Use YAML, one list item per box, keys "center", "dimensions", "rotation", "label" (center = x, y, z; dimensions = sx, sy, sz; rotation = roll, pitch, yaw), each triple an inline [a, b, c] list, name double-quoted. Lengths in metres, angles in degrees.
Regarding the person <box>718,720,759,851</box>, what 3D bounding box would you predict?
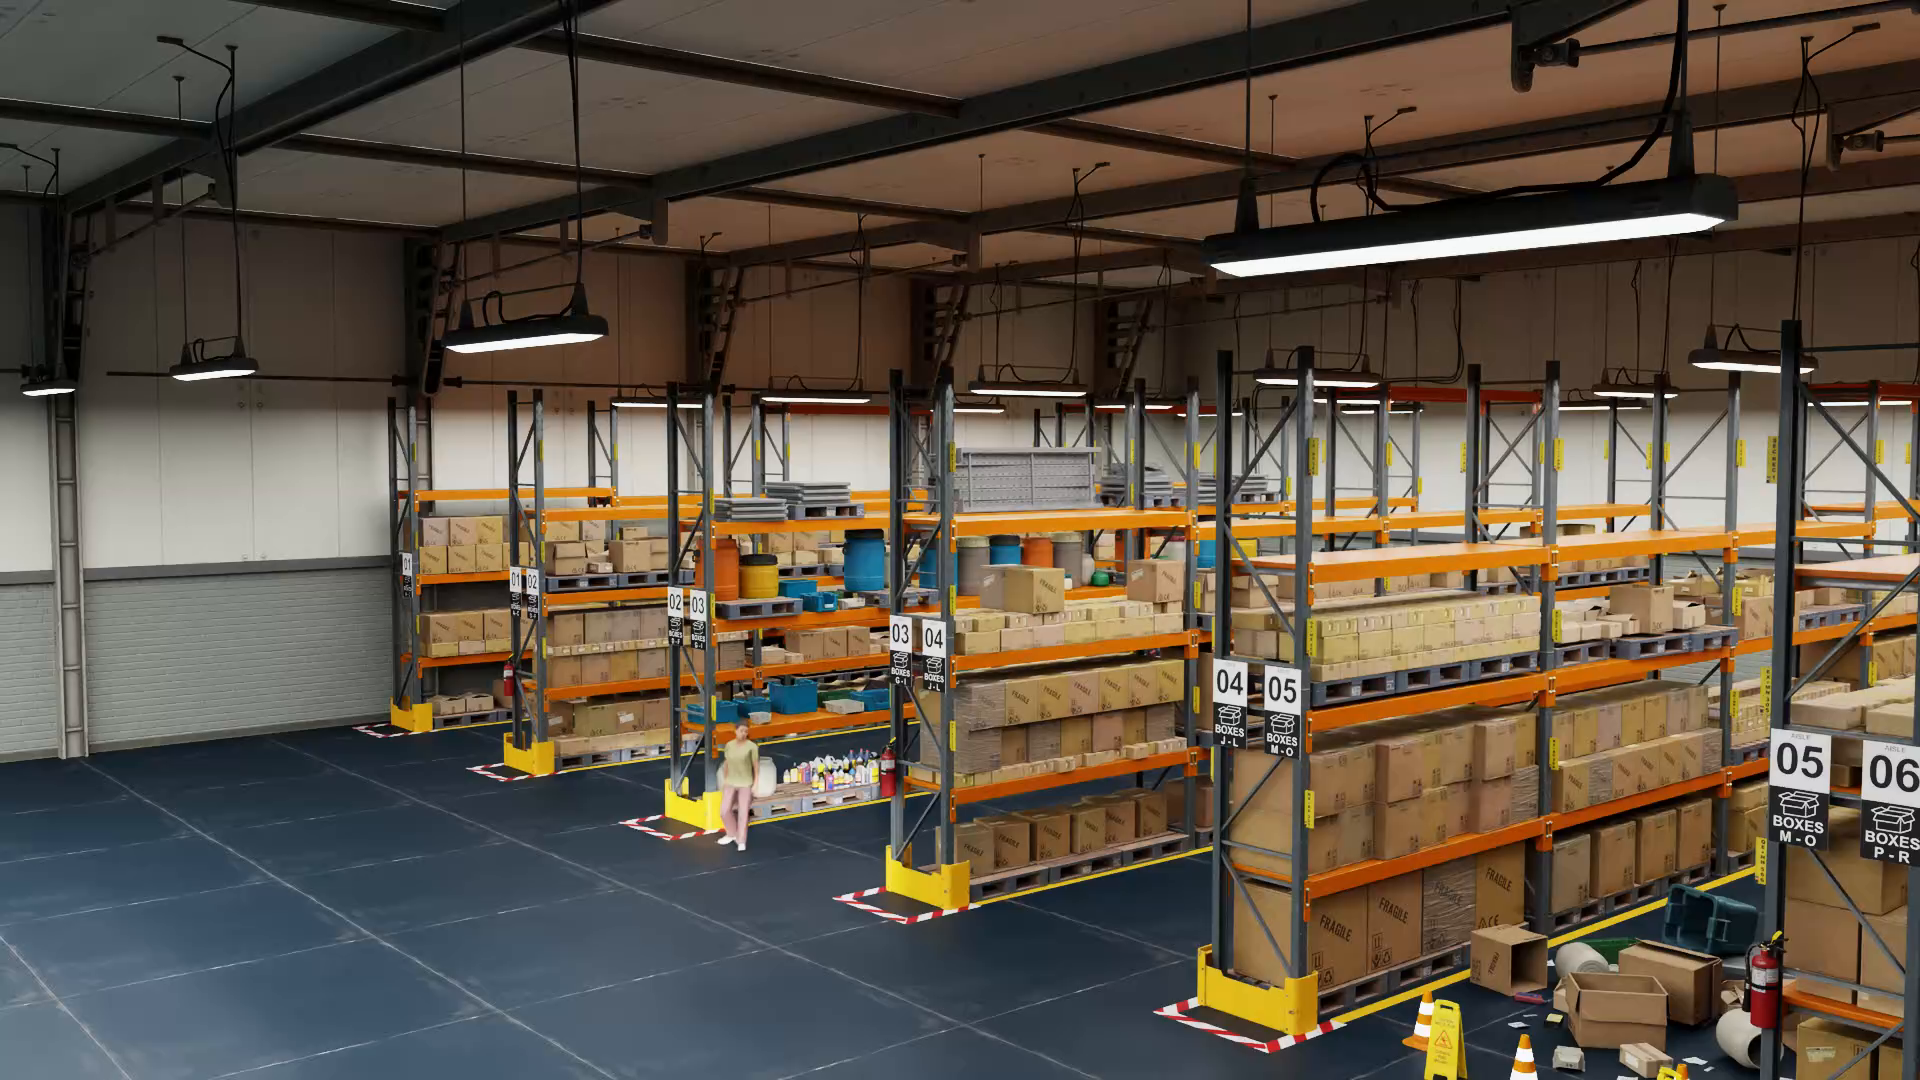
- center: [-2.811, 3.078, 21.028]
  dimensions: [0.551, 1.630, 0.399]
  rotation: [0, 3, 3]
  label: "person"
